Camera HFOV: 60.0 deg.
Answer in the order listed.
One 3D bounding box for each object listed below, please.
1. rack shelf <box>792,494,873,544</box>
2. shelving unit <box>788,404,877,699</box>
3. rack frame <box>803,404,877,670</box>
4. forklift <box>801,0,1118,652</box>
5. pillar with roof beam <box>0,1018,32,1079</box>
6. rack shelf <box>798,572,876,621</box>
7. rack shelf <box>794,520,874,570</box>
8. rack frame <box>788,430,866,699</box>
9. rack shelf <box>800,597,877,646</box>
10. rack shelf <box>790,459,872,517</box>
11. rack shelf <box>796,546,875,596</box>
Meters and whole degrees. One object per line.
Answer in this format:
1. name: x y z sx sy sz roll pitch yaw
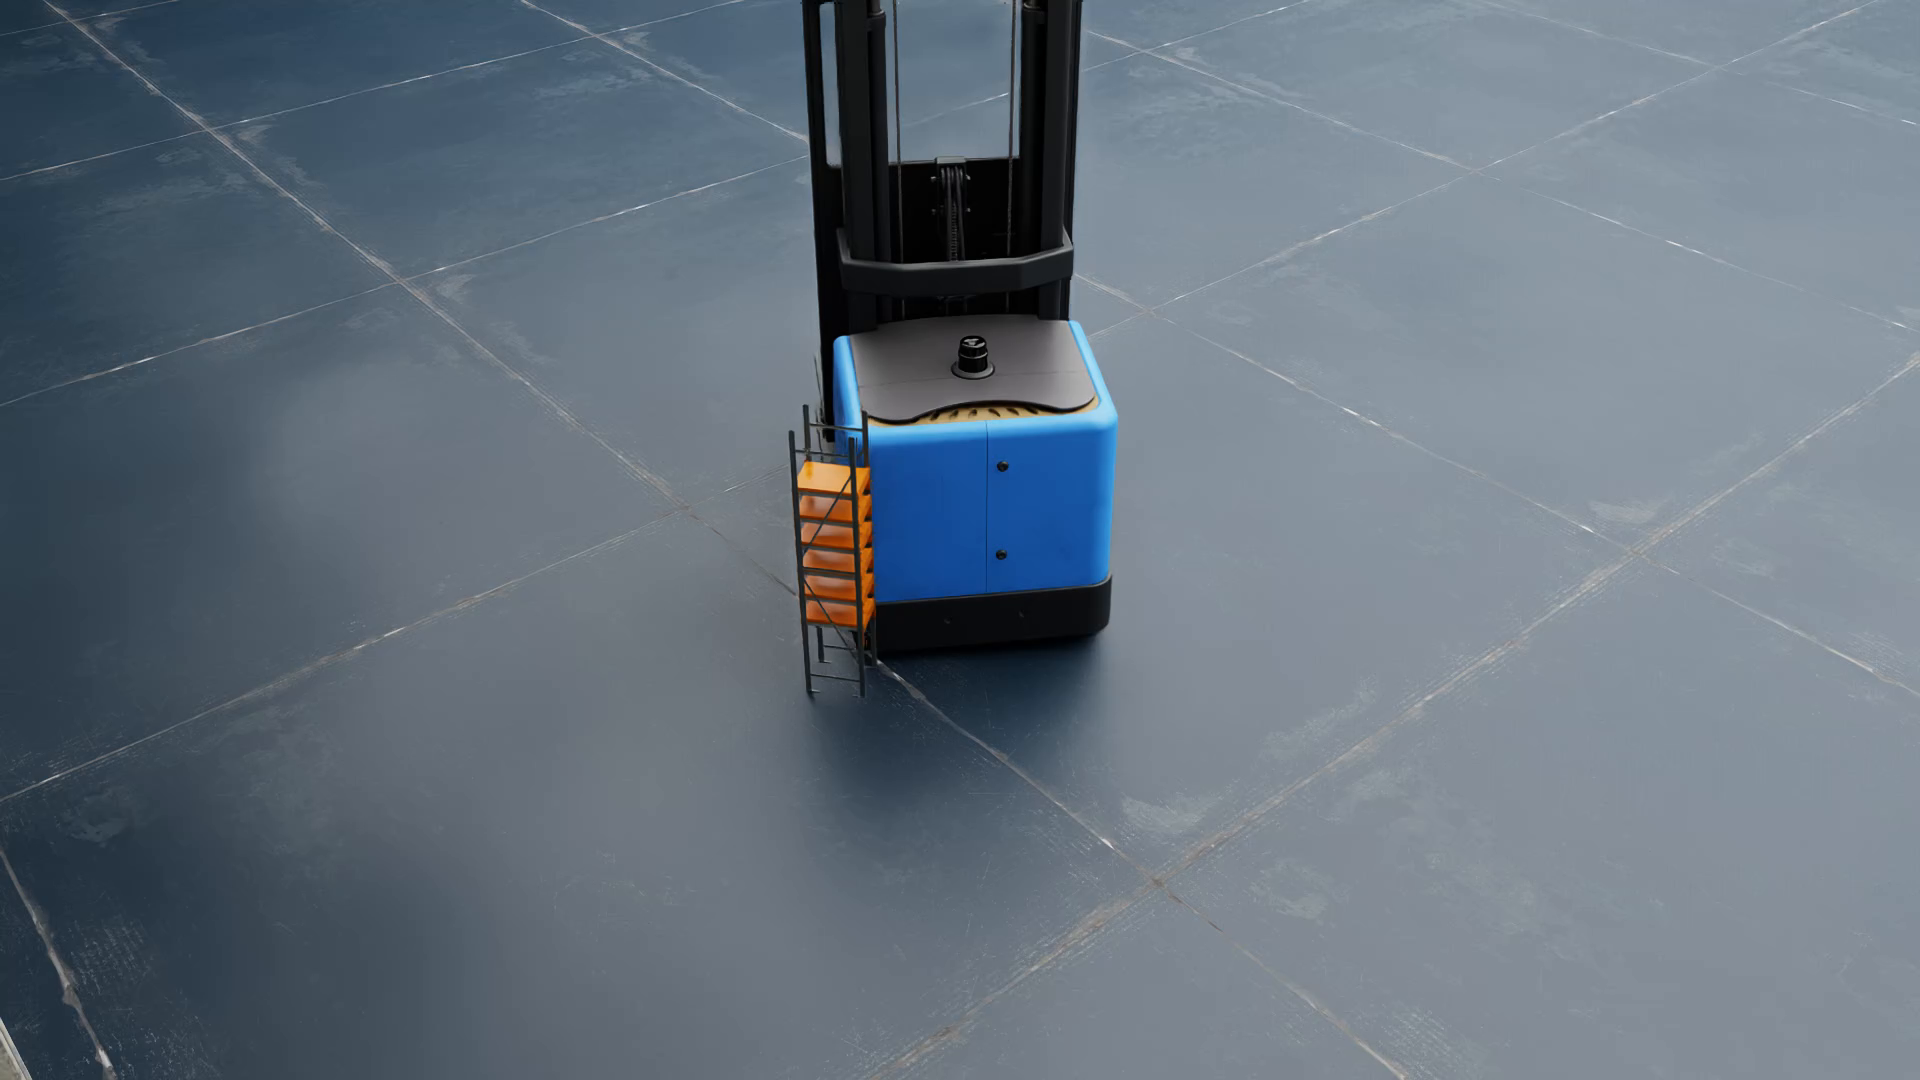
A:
1. rack shelf: -0.468 -0.094 6.138 0.258 0.103 0.180 7 36 9
2. shelving unit: -0.468 0.066 6.251 0.258 1.200 0.189 7 36 9
3. rack frame: -0.449 0.014 6.324 0.240 1.200 0.006 7 36 9
4. forklift: -0.104 -1.590 7.092 1.130 2.935 3.031 -5 36 -6
5. pillar with roof beam: 1.439 -2.861 3.636 9.100 9.000 0.400 -26 43 -32
6. rack shelf: -0.468 0.200 6.346 0.258 0.103 0.180 7 36 9
7. rack shelf: -0.468 0.004 6.207 0.258 0.103 0.180 7 36 9
8. rack frame: -0.486 0.118 6.178 0.240 1.200 0.006 7 36 9
9. rack shelf: -0.468 0.298 6.416 0.258 0.103 0.180 7 36 9
10. rack shelf: -0.468 -0.191 6.068 0.258 0.103 0.180 7 36 9
11. rack shelf: -0.468 0.102 6.277 0.258 0.103 0.180 7 36 9
